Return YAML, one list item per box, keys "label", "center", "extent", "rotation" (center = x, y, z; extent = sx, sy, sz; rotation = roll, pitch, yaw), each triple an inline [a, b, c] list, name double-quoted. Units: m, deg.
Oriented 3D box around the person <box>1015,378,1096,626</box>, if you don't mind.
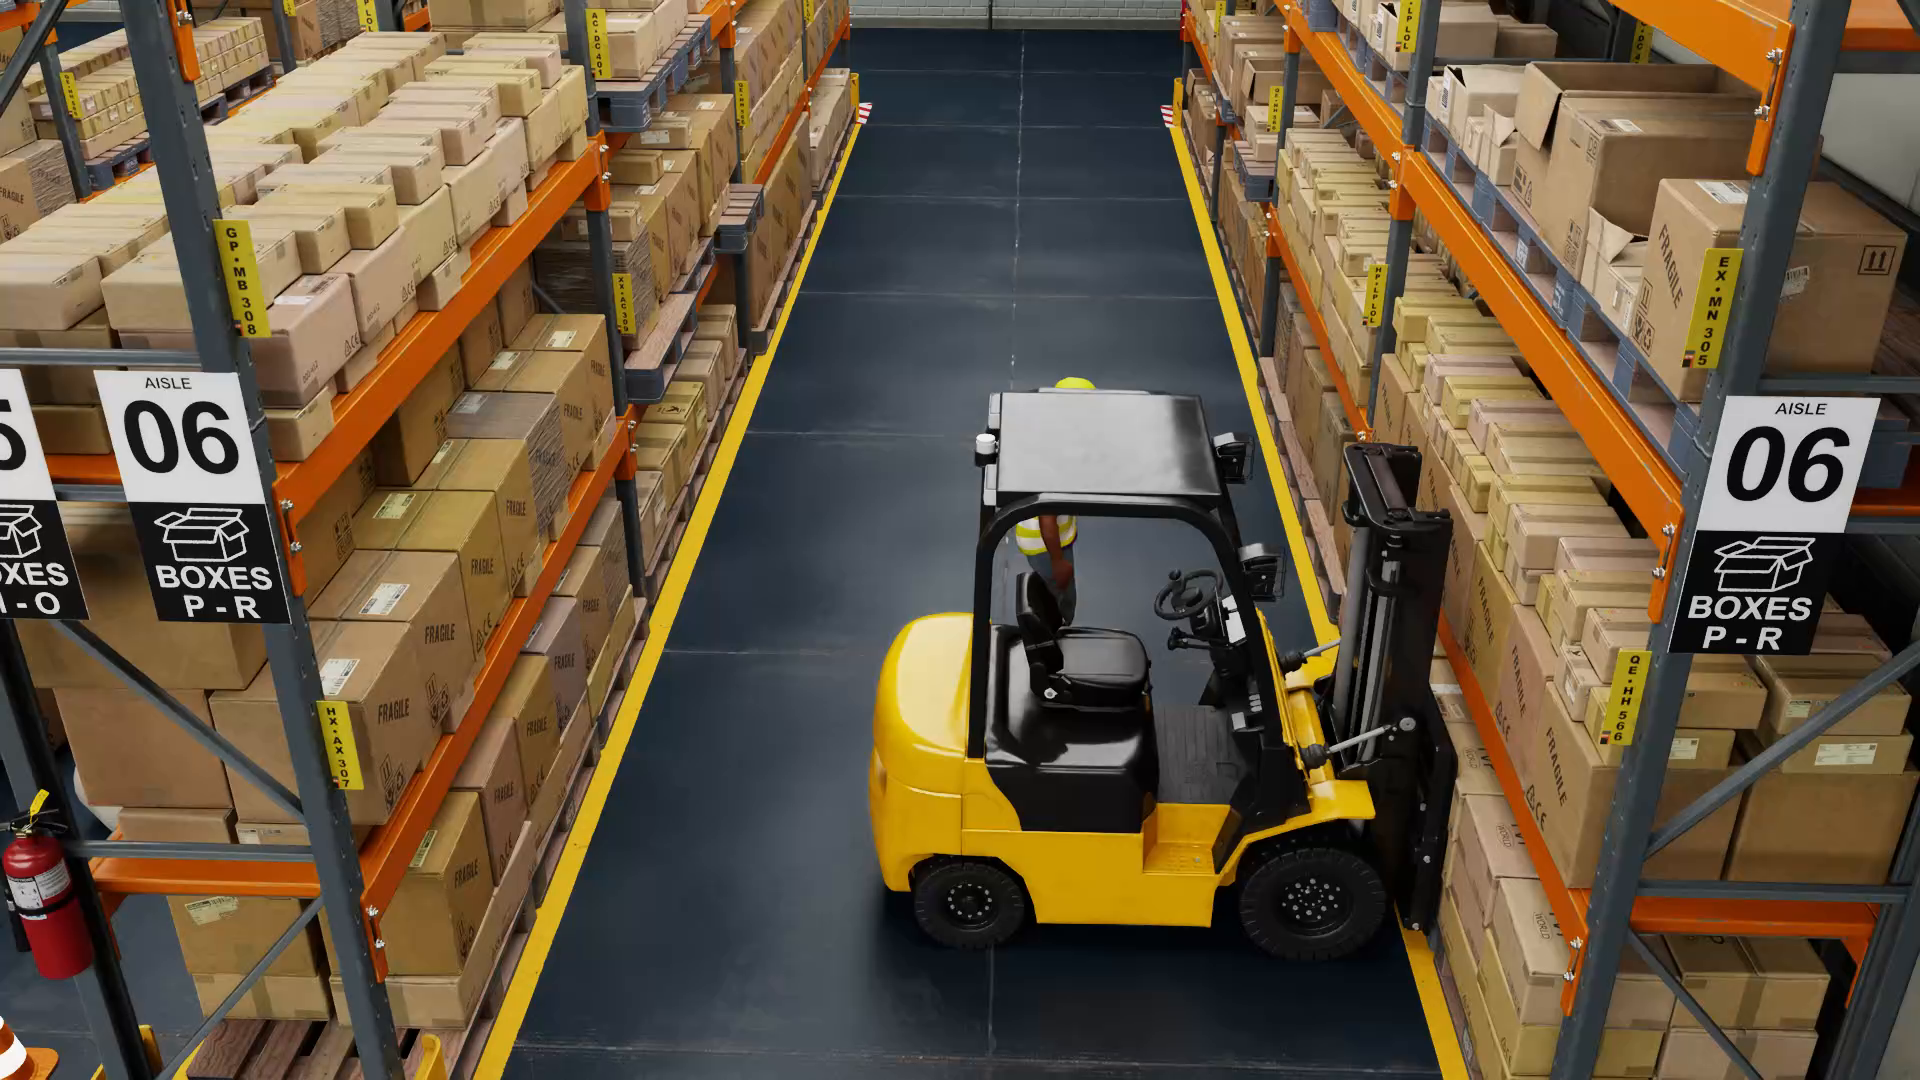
- label: "person"
  center: [0.508, -0.011, 8.622]
  extent: [0.461, 1.760, 0.626]
  rotation: [1, 28, 2]
